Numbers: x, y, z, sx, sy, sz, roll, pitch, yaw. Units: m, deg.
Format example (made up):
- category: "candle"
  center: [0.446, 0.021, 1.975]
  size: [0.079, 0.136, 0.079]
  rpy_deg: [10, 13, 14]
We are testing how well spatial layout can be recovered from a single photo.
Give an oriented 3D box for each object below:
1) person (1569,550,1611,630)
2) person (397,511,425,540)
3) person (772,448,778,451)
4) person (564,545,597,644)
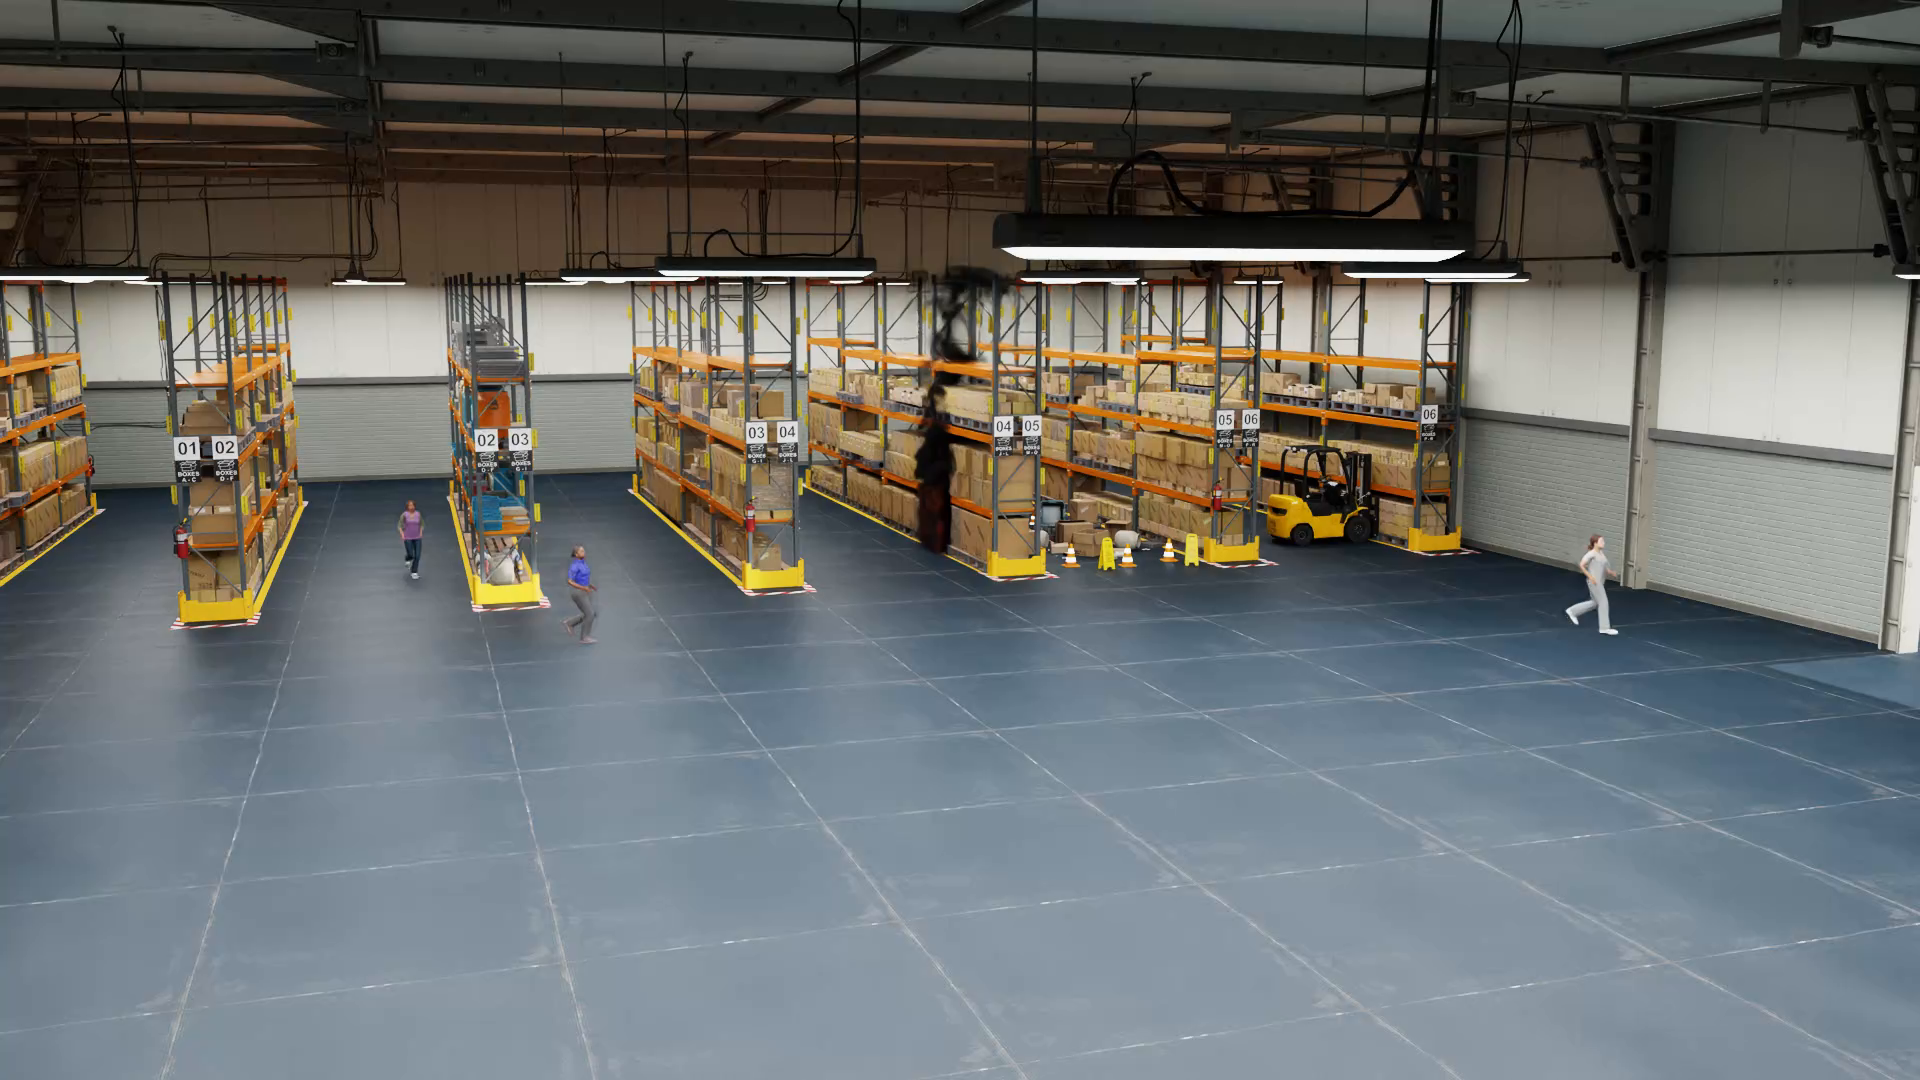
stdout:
- category: "person"
  center: [10.560, 0.810, 27.818]
  size: [0.734, 1.330, 0.549]
  rpy_deg: [7, 11, 40]
- category: "person"
  center: [-10.894, -0.281, 33.064]
  size: [0.537, 0.586, 0.299]
  rpy_deg: [-5, 10, -29]
- category: "person"
  center: [-5.080, -2.151, 46.478]
  size: [0.658, 1.767, 0.943]
  rpy_deg: [-3, 9, -21]
- category: "person"
  center: [-6.171, 0.878, 26.959]
  size: [0.566, 1.603, 0.574]
  rpy_deg: [1, 9, 6]
